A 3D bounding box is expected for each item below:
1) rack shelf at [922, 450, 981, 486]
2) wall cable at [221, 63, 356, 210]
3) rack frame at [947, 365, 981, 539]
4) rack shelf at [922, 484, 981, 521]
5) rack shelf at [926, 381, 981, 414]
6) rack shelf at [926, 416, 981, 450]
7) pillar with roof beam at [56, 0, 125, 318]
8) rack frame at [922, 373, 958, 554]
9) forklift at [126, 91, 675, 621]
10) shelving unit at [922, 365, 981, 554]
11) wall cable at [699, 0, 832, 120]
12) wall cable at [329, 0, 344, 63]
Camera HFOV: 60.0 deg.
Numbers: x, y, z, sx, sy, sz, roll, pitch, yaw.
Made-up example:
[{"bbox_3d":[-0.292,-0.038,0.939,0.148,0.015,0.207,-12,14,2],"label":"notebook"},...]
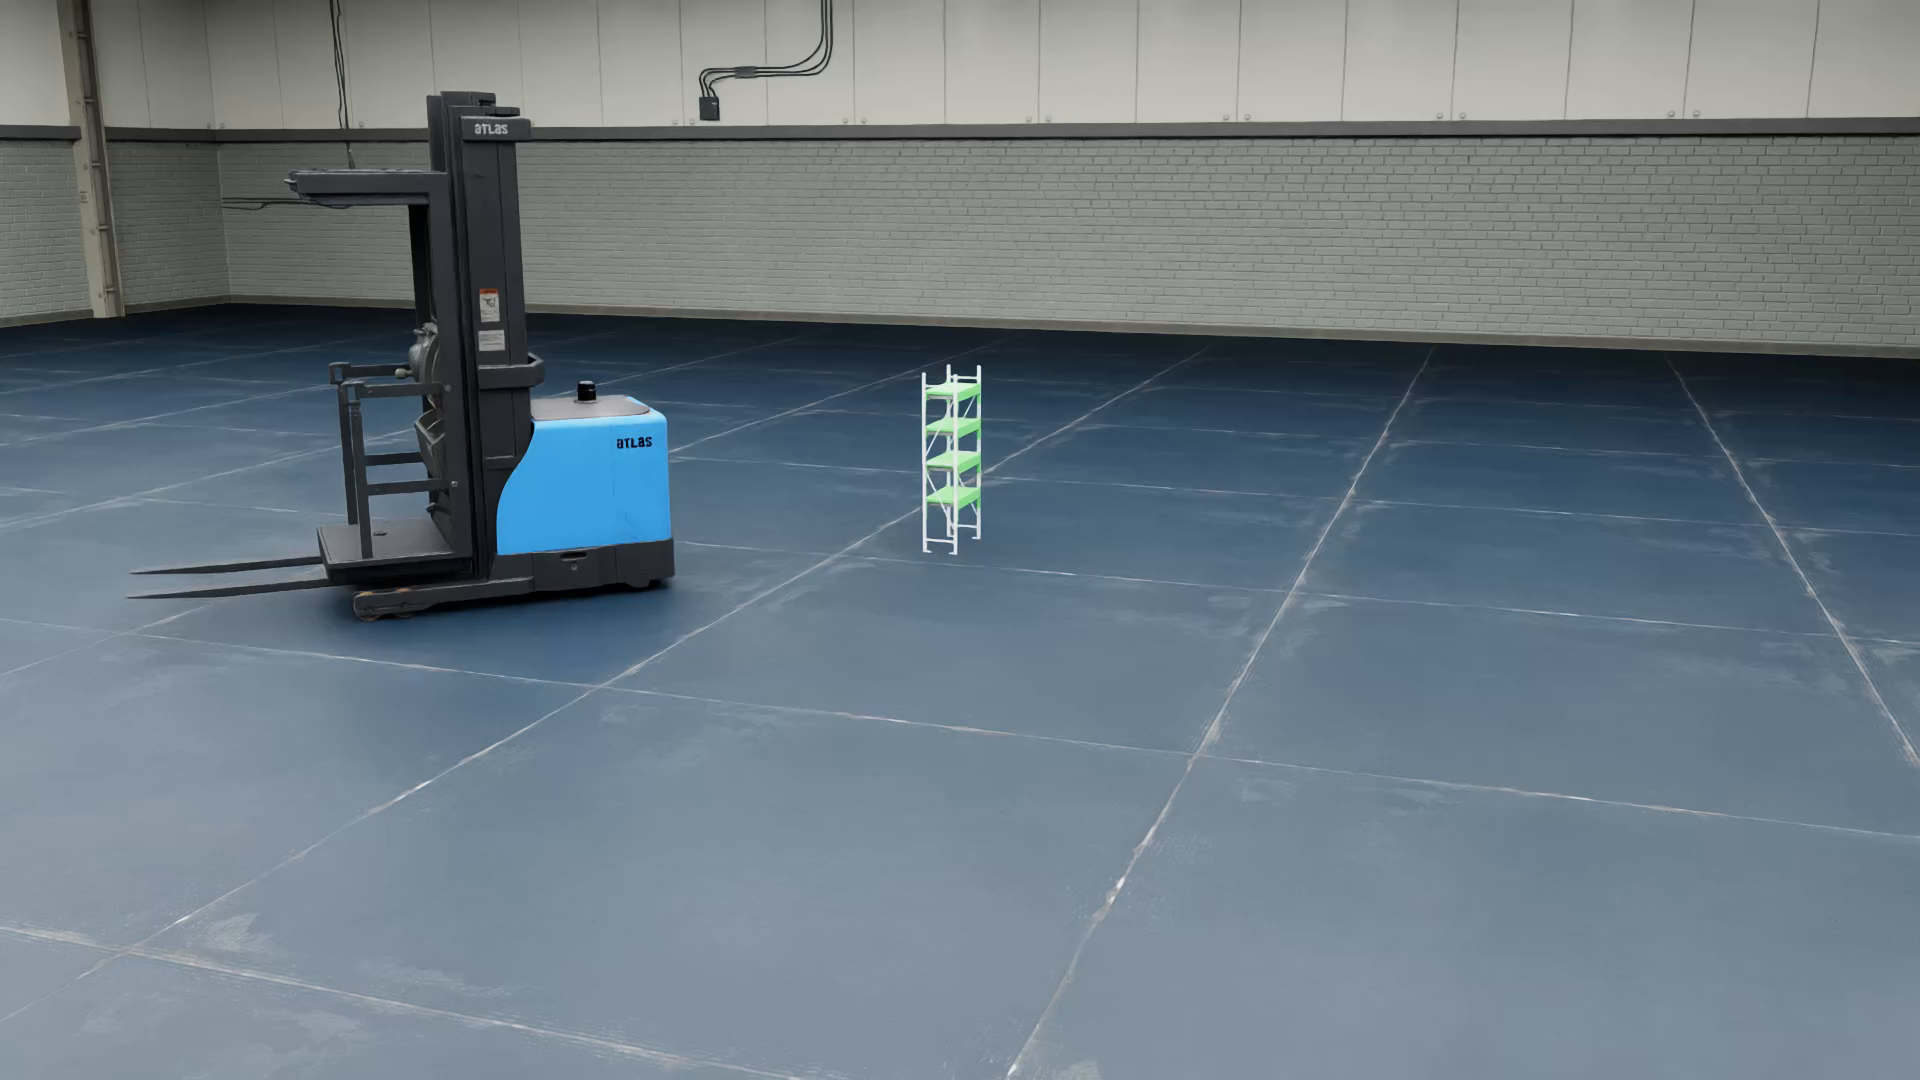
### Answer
[{"bbox_3d":[-0.054,-0.488,11.216,0.258,0.148,0.480,4,14,18],"label":"rack shelf"},{"bbox_3d":[-12.069,-7.143,29.539,3.097,2.526,0.112,4,14,18],"label":"wall cable"},{"bbox_3d":[0.025,-0.601,11.427,0.240,1.200,0.015,4,14,18],"label":"rack frame"},{"bbox_3d":[-0.054,-0.254,11.269,0.258,0.148,0.480,4,14,18],"label":"rack shelf"},{"bbox_3d":[-0.054,-0.956,11.109,0.258,0.148,0.480,4,14,18],"label":"rack shelf"},{"bbox_3d":[-0.054,-0.722,11.163,0.258,0.148,0.480,4,14,18],"label":"rack shelf"},{"bbox_3d":[-10.200,-7.822,25.535,9.100,9.000,0.400,4,14,18],"label":"pillar with roof beam"},{"bbox_3d":[-0.133,-0.499,10.977,0.240,1.200,0.015,4,14,18],"label":"rack frame"},{"bbox_3d":[-3.318,-1.101,9.725,3.031,2.935,1.130,-6,14,-23],"label":"forklift"},{"bbox_3d":[-0.054,-0.550,11.202,0.258,1.200,0.503,4,14,18],"label":"shelving unit"},{"bbox_3d":[-3.092,-9.628,25.806,2.305,6.003,0.169,4,14,18],"label":"wall cable"},{"bbox_3d":[-9.510,-9.411,28.124,3.097,2.526,0.112,4,14,18],"label":"wall cable"}]
